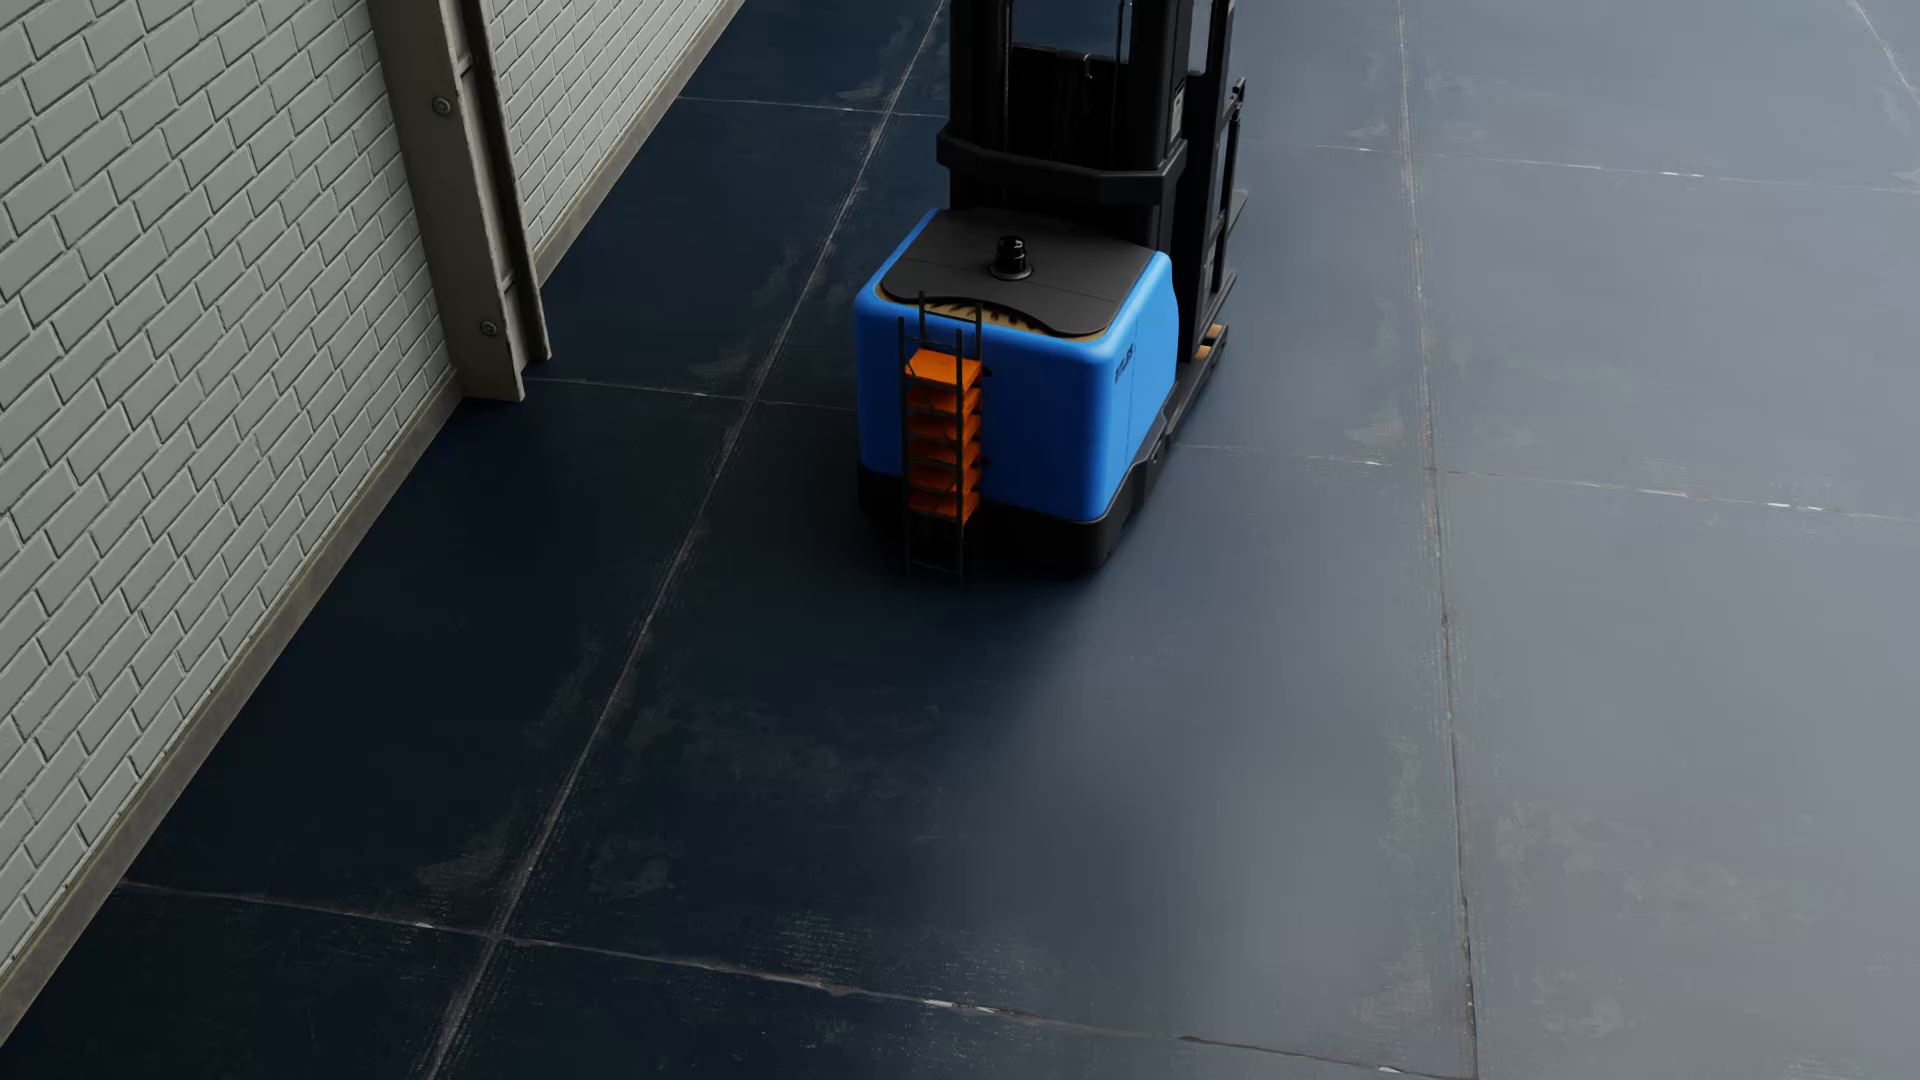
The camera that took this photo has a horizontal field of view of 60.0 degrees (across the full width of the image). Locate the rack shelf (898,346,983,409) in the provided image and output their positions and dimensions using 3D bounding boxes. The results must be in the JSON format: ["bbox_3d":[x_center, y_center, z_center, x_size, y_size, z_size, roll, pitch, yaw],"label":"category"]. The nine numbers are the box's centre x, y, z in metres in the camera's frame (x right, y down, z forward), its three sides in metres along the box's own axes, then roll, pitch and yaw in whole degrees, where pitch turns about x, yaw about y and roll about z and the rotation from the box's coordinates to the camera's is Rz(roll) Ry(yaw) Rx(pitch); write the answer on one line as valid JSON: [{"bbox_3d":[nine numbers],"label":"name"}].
[{"bbox_3d":[-0.069,-0.590,6.027,0.258,0.103,0.180,14,42,17],"label":"rack shelf"}]

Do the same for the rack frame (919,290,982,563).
[{"bbox_3d":[-0.035,-0.401,6.294,0.240,1.200,0.006,14,42,17],"label":"rack frame"}]

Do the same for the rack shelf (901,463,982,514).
[{"bbox_3d":[-0.069,-0.220,6.333,0.258,0.103,0.180,14,42,17],"label":"rack shelf"}]

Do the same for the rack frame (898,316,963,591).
[{"bbox_3d":[-0.103,-0.293,6.163,0.240,1.200,0.006,14,42,17],"label":"rack frame"}]

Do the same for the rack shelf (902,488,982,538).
[{"bbox_3d":[-0.069,-0.128,6.409,0.258,0.103,0.180,14,42,17],"label":"rack shelf"}]

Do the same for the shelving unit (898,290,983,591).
[{"bbox_3d":[-0.069,-0.347,6.228,0.258,1.200,0.189,14,42,17],"label":"shelving unit"}]

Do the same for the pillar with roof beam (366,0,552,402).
[{"bbox_3d":[2.140,-3.758,4.233,9.100,9.000,0.400,6,40,8],"label":"pillar with roof beam"}]

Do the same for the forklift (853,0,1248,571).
[{"bbox_3d":[0.607,-1.950,6.808,1.130,2.935,3.031,14,42,17],"label":"forklift"}]

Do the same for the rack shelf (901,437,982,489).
[{"bbox_3d":[-0.069,-0.313,6.257,0.258,0.103,0.180,14,42,17],"label":"rack shelf"}]

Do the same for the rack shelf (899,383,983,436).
[{"bbox_3d":[-0.069,-0.498,6.104,0.258,0.103,0.180,14,42,17],"label":"rack shelf"}]

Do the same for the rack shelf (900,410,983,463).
[{"bbox_3d":[-0.069,-0.405,6.180,0.258,0.103,0.180,14,42,17],"label":"rack shelf"}]
